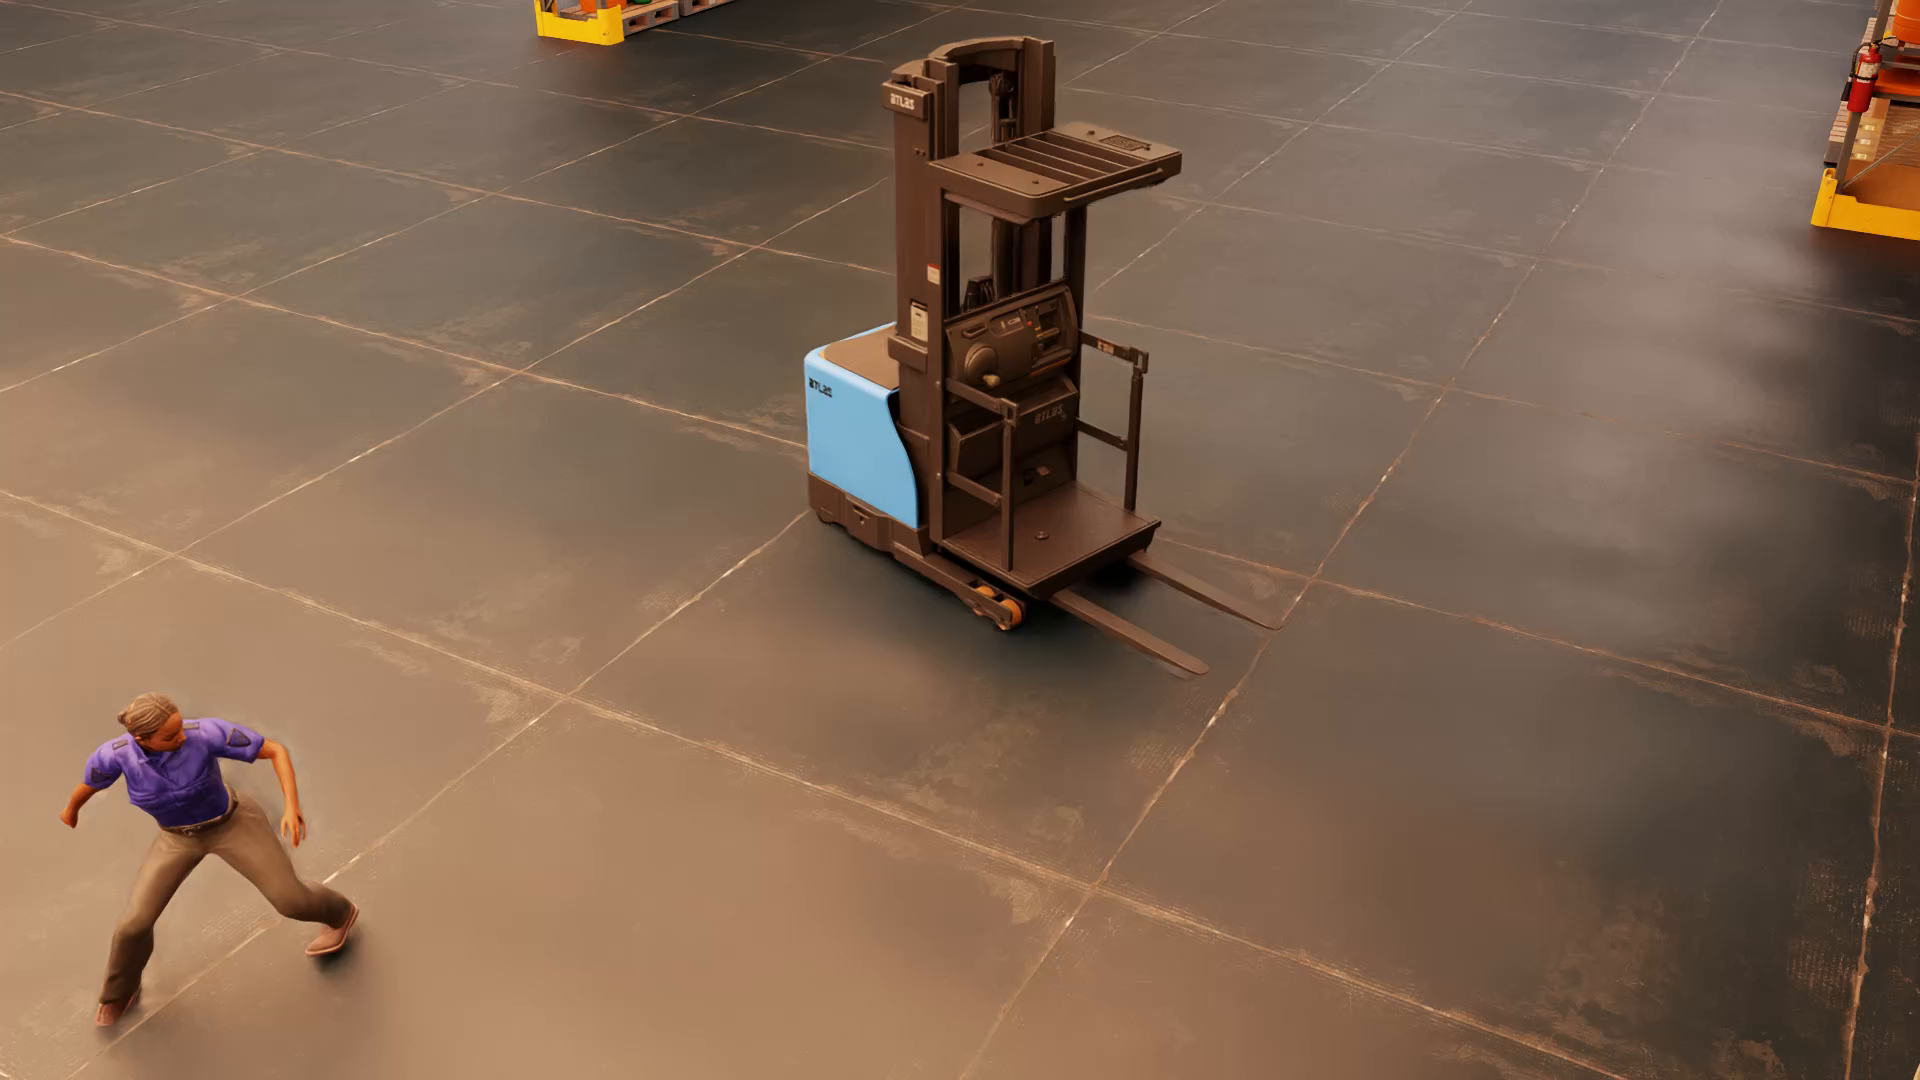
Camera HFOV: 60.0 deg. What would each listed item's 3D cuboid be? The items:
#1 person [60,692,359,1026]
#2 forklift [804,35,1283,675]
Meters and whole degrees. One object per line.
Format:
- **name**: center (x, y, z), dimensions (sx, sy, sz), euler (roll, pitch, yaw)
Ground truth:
- **person**: center (-3.021, 1.211, 6.516), dimensions (1.030, 1.600, 0.532), euler (-4, 30, -8)
- **forklift**: center (0.435, -1.065, 8.916), dimensions (1.130, 2.935, 3.031), euler (-25, 38, -36)
